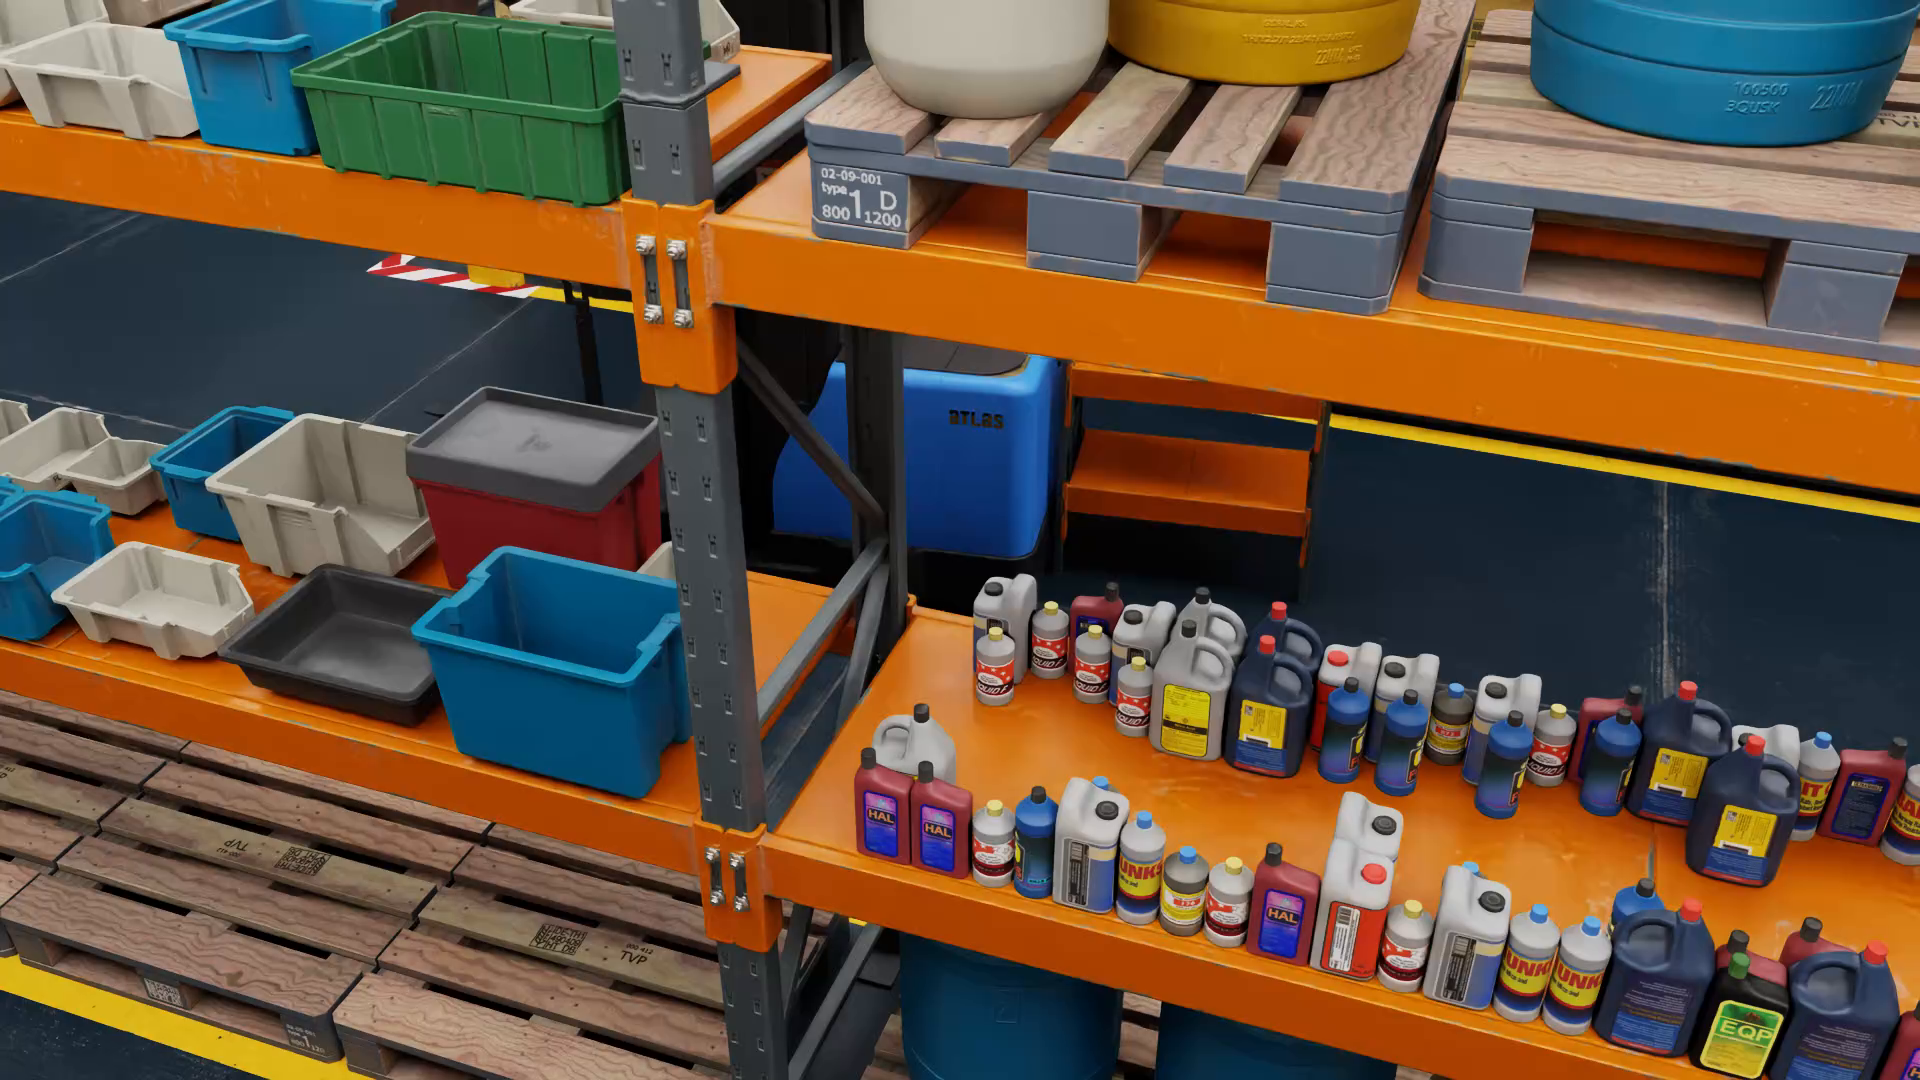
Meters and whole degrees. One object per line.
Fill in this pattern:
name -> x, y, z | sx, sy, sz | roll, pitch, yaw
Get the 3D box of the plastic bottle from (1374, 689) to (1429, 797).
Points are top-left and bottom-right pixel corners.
plastic bottle -> 1.034, 0.465, 3.884 | 0.097, 0.271, 0.097 | 0, 33, 0

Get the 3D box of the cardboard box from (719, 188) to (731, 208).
cardboard box -> -0.975, -2.049, 9.230 | 0.875, 0.875, 0.875 | 11, 34, 16

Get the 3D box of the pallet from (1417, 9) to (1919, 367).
pallet -> 1.473, -0.629, 2.867 | 1.213, 0.211, 1.003 | 11, 34, 16

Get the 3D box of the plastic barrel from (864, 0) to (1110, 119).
plastic barrel -> 0.044, -1.017, 2.781 | 0.433, 0.535, 0.433 | 0, 33, 0

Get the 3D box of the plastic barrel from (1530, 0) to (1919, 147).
plastic barrel -> 1.292, -1.160, 2.667 | 0.708, 0.901, 0.600 | 11, 34, 16

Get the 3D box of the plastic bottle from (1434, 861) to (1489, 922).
plastic bottle -> 1.055, 0.760, 3.490 | 0.097, 0.201, 0.097 | 0, 33, 0

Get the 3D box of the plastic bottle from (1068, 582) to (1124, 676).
plastic bottle -> 0.347, 0.228, 4.239 | 0.133, 0.283, 0.061 | 11, 34, 16

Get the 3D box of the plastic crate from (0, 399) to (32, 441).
plastic crate -> -3.035, -0.277, 5.101 | 0.243, 0.136, 0.396 | 11, 34, 16

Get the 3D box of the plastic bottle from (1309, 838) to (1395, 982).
plastic bottle -> 0.812, 0.753, 3.432 | 0.135, 0.276, 0.152 | 11, 34, 16

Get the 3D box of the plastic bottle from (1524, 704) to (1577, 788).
plastic bottle -> 1.396, 0.477, 3.930 | 0.097, 0.201, 0.097 | 0, 33, 0

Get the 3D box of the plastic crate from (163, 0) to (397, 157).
plastic crate -> -1.331, -0.941, 3.331 | 0.300, 0.233, 0.416 | 11, 34, 16

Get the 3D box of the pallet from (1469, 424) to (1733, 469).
pallet -> 3.209, -0.780, 8.263 | 1.213, 0.211, 1.003 | 11, 34, 16

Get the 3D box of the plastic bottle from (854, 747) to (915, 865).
plastic bottle -> -0.165, 0.587, 3.684 | 0.133, 0.283, 0.061 | 11, 34, 16

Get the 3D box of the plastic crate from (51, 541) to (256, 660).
plastic crate -> -2.107, 0.173, 4.404 | 0.466, 0.136, 0.293 | 11, 34, 16

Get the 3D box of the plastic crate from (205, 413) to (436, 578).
plastic crate -> -1.742, -0.096, 4.688 | 0.530, 0.282, 0.437 | 11, 34, 16

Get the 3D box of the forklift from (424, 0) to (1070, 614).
forklift -> -1.087, -1.330, 6.608 | 3.031, 2.935, 1.130 | 7, 33, 10

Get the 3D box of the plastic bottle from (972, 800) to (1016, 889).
plastic bottle -> 0.075, 0.657, 3.650 | 0.097, 0.201, 0.097 | 0, 33, 0

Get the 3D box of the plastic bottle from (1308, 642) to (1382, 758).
plastic bottle -> 0.932, 0.371, 4.024 | 0.135, 0.276, 0.152 | 11, 34, 16

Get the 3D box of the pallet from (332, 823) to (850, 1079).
pallet -> -1.072, 1.309, 5.027 | 1.213, 0.211, 1.003 | 11, 34, 16

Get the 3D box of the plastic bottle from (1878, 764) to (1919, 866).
plastic bottle -> 2.131, 0.590, 3.689 | 0.097, 0.271, 0.097 | 0, 33, 0

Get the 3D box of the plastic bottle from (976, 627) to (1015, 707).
plastic bottle -> 0.089, 0.310, 4.187 | 0.097, 0.201, 0.097 | 0, 33, 0

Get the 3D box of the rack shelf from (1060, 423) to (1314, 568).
rack shelf -> 0.959, -0.195, 6.966 | 1.000, 0.278, 0.538 | 7, 33, 10

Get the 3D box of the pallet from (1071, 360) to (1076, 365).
pallet -> 0.615, -1.284, 9.044 | 1.213, 0.211, 1.003 | 11, 34, 16

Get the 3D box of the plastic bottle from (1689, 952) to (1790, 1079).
plastic bottle -> 1.499, 0.910, 3.183 | 0.133, 0.283, 0.061 | 11, 34, 16

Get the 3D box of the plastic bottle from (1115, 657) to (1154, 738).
plastic bottle -> 0.433, 0.377, 4.084 | 0.097, 0.201, 0.097 | 0, 33, 0

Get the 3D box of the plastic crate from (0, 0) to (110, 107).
plastic crate -> -2.150, -1.127, 3.573 | 0.530, 0.282, 0.437 | 11, 34, 16

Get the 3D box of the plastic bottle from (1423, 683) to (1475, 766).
plastic bottle -> 1.177, 0.434, 3.995 | 0.097, 0.201, 0.097 | 0, 33, 0

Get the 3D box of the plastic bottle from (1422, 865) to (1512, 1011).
plastic bottle -> 1.031, 0.796, 3.366 | 0.135, 0.276, 0.152 | 11, 34, 16

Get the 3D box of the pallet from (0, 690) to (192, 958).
pallet -> -3.369, 0.863, 5.719 | 1.213, 0.211, 1.003 | 11, 34, 16

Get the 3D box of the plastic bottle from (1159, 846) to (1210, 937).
plastic bottle -> 0.477, 0.735, 3.529 | 0.097, 0.201, 0.097 | 0, 33, 0

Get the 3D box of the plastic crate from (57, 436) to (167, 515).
plastic crate -> -2.480, -0.193, 4.972 | 0.250, 0.136, 0.298 | 11, 34, 16

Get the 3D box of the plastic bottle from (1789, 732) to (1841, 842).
plastic bottle -> 1.914, 0.548, 3.755 | 0.097, 0.271, 0.097 | 0, 33, 0

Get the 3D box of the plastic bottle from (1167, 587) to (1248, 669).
plastic bottle -> 0.609, 0.274, 4.105 | 0.185, 0.351, 0.144 | 11, 34, 16

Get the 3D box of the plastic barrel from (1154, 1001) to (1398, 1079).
plastic barrel -> 0.806, 1.196, 4.180 | 0.708, 0.901, 0.600 | 11, 34, 16

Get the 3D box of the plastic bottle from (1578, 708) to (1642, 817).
plastic bottle -> 1.501, 0.503, 3.825 | 0.097, 0.271, 0.097 | 0, 33, 0

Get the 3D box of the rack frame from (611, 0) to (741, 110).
rack frame -> -0.366, -2.268, 2.466 | 0.127, 3.000, 1.000 | 11, 34, 16

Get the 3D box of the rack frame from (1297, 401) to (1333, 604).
rack frame -> 1.456, -0.343, 6.745 | 0.032, 1.125, 0.500 | 7, 33, 10

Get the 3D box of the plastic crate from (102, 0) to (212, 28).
plastic crate -> -2.103, -1.377, 4.095 | 0.530, 0.136, 0.437 | 11, 34, 16

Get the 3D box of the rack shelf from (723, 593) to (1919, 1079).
rack shelf -> 1.516, 0.921, 3.722 | 4.000, 0.370, 1.077 | 11, 34, 16

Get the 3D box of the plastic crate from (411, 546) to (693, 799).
plastic crate -> -0.921, 0.323, 3.944 | 0.575, 0.384, 0.392 | 11, 34, 16

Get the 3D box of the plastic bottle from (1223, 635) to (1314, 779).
plastic bottle -> 0.735, 0.382, 3.939 | 0.185, 0.351, 0.144 | 11, 34, 16

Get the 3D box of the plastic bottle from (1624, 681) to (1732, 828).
plastic bottle -> 1.646, 0.476, 3.793 | 0.185, 0.351, 0.144 | 11, 34, 16

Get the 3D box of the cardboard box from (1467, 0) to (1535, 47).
cardboard box -> 2.551, -2.496, 7.333 | 0.637, 0.503, 0.797 | 11, 35, 17

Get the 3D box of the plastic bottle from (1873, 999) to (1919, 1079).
plastic bottle -> 1.798, 0.968, 3.092 | 0.133, 0.283, 0.061 | 11, 34, 16

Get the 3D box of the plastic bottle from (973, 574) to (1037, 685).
plastic bottle -> 0.114, 0.212, 4.271 | 0.135, 0.276, 0.152 | 11, 34, 16

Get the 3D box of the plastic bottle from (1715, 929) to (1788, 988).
plastic bottle -> 1.519, 0.879, 3.231 | 0.133, 0.283, 0.061 | 11, 34, 16

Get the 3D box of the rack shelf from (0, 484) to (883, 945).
rack shelf -> -2.249, 0.189, 4.855 | 4.000, 0.370, 1.077 | 11, 34, 16

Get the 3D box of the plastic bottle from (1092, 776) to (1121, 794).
plastic bottle -> 0.310, 0.615, 3.715 | 0.097, 0.201, 0.097 | 0, 33, 0

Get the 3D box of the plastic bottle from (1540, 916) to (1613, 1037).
plastic bottle -> 1.222, 0.851, 3.285 | 0.097, 0.271, 0.097 | 0, 33, 0

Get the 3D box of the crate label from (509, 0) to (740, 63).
crate label -> -0.730, -1.134, 3.718 | 0.466, 0.136, 0.293 | 11, 34, 16

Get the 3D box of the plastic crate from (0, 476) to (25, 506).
plastic crate -> -2.771, 0.020, 4.553 | 0.300, 0.233, 0.416 | 11, 34, 16

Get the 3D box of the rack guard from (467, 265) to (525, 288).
rack guard -> -2.484, -1.963, 9.829 | 0.348, 0.500, 1.175 | 11, 34, 16

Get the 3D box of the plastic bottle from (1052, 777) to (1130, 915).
plastic bottle -> 0.285, 0.651, 3.591 | 0.135, 0.276, 0.152 | 11, 34, 16

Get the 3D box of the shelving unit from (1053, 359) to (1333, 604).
shelving unit -> 0.959, -0.401, 6.834 | 1.048, 1.125, 0.538 | 7, 33, 10

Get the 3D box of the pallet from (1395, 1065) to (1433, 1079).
pallet -> 1.498, 1.809, 4.254 | 1.213, 0.211, 1.003 | 11, 34, 16
